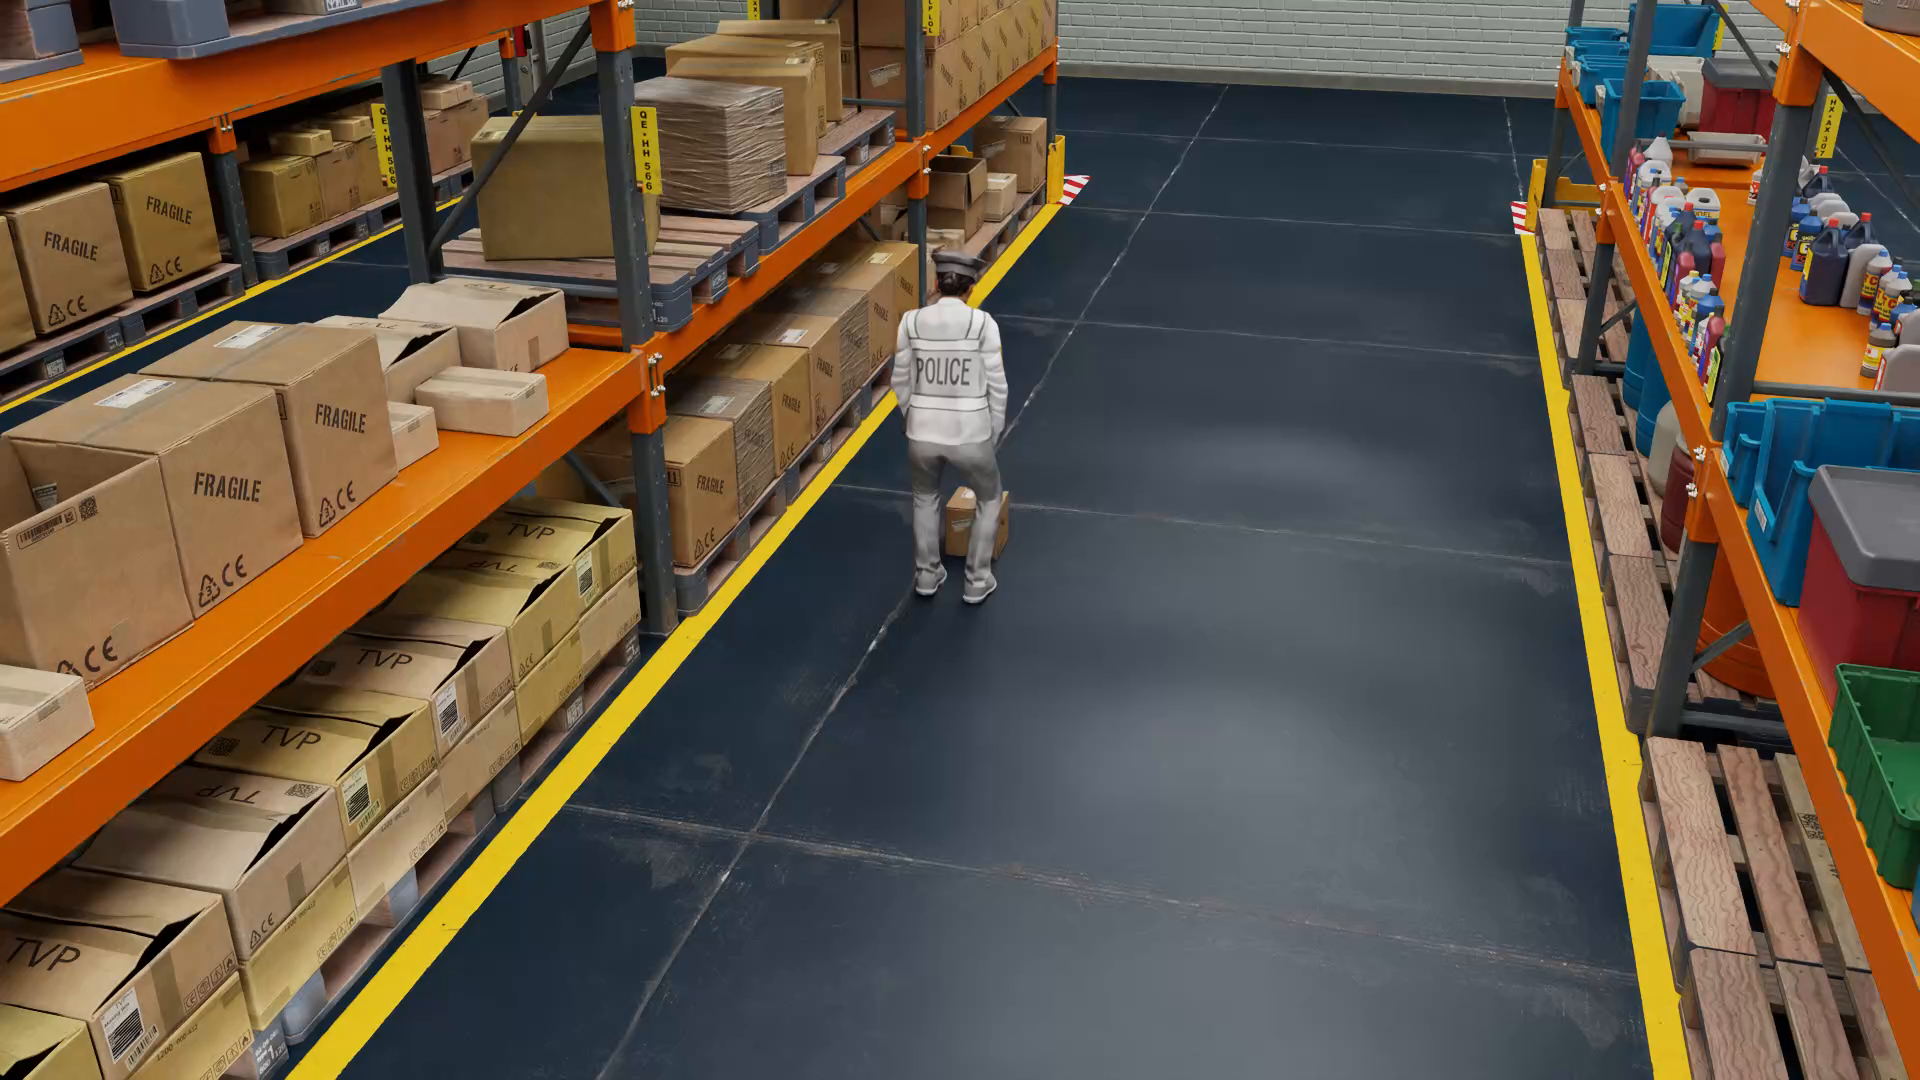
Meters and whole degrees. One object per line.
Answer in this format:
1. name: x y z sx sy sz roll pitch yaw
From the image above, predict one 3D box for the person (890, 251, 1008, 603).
1. person: -0.050 -0.481 7.276 0.523 1.542 0.569 7 26 14
